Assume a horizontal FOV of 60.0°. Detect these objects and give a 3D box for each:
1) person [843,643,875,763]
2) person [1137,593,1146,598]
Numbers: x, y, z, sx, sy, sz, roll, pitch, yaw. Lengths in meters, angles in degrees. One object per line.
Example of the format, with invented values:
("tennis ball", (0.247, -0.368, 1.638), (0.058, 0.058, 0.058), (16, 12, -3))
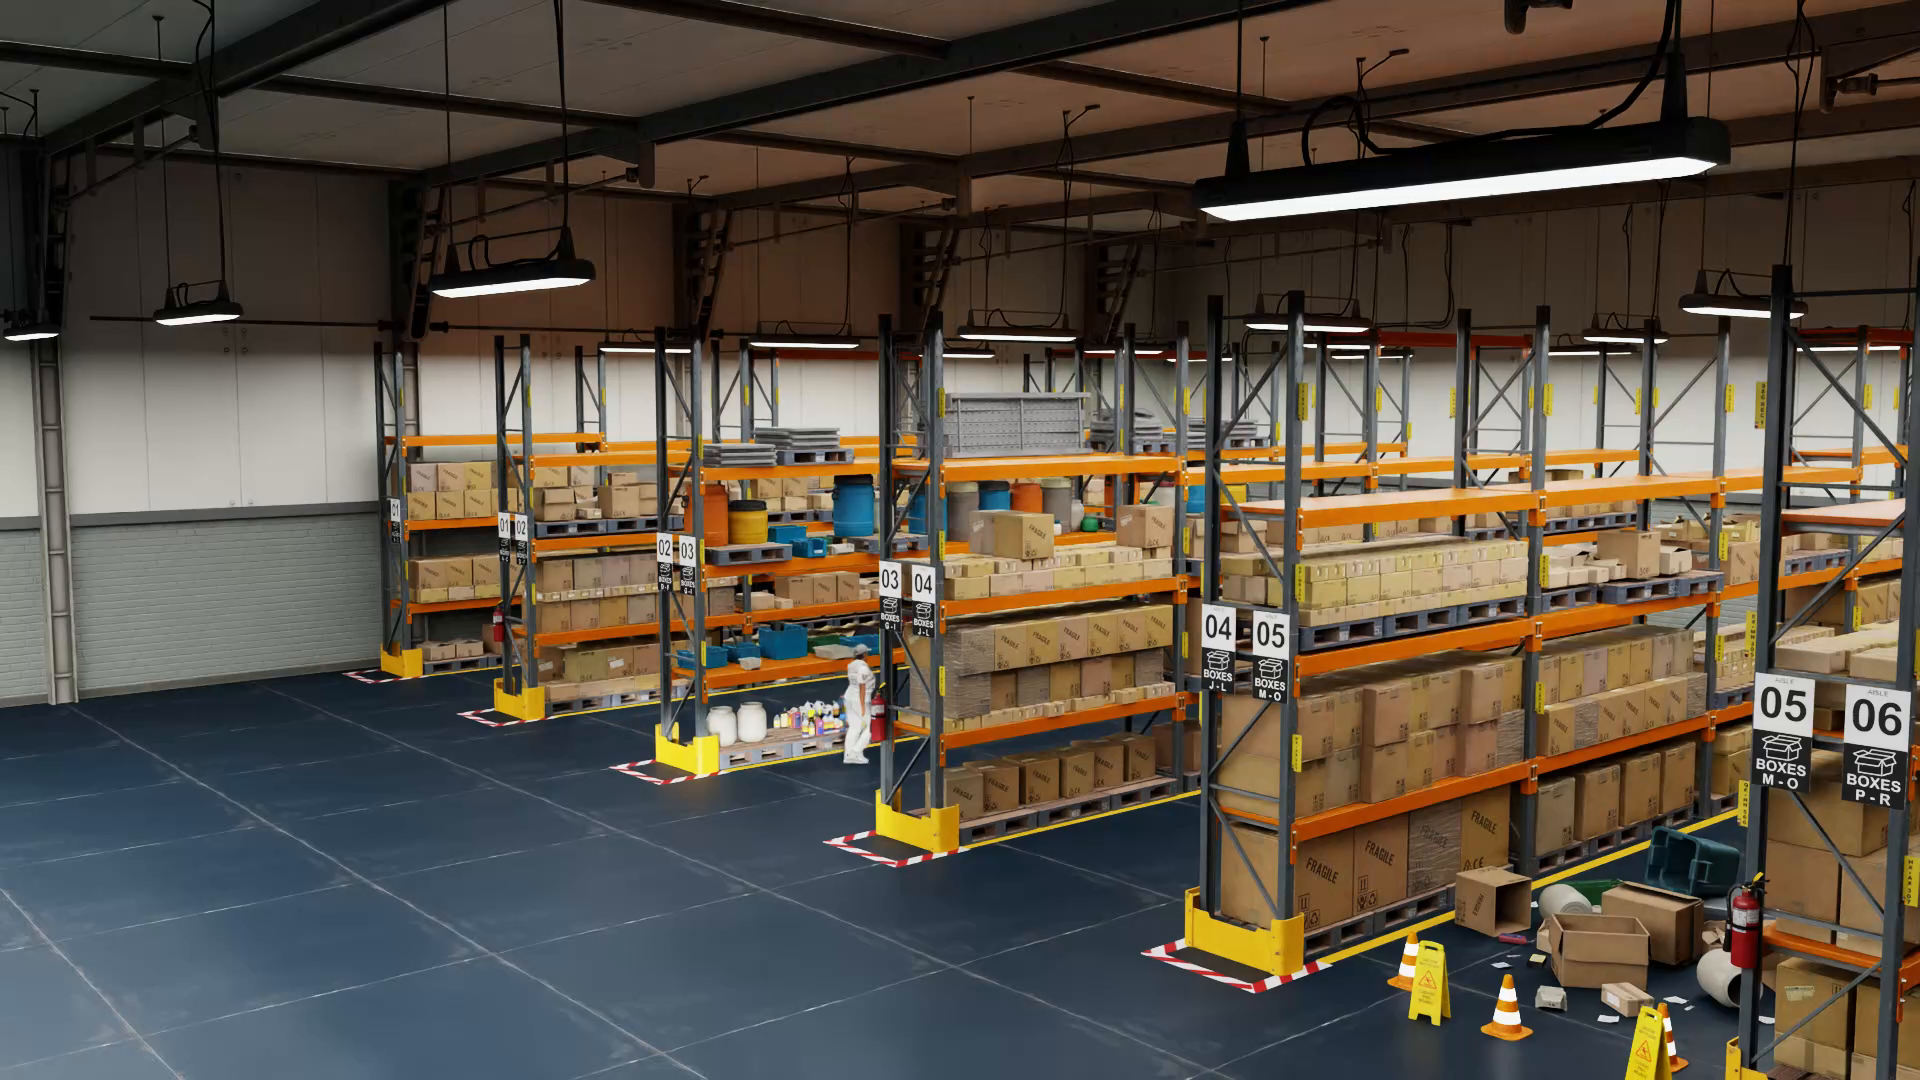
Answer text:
("person", (-1.378, 2.254, 22.888), (0.457, 1.645, 0.530), (-3, 6, -29))
("person", (3.735, 1.382, 32.385), (0.735, 1.686, 0.669), (-3, 6, -32))
